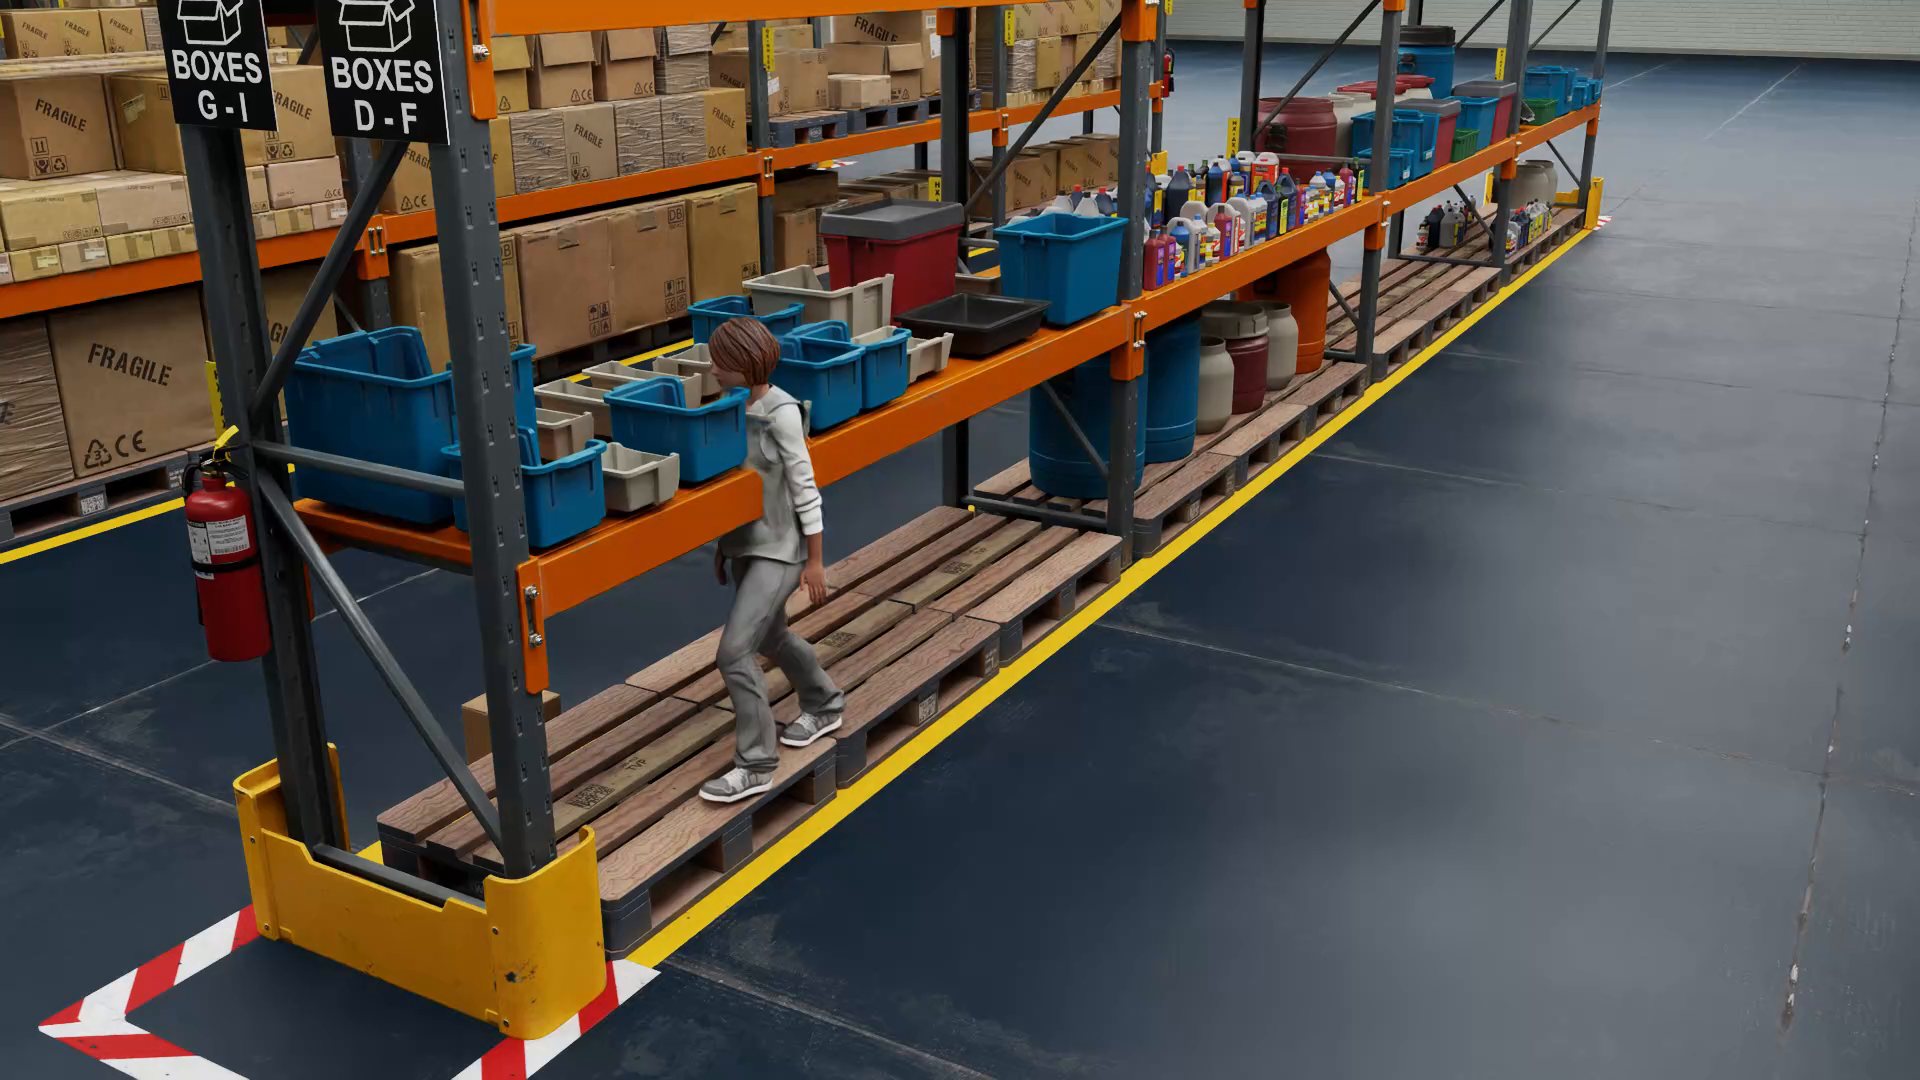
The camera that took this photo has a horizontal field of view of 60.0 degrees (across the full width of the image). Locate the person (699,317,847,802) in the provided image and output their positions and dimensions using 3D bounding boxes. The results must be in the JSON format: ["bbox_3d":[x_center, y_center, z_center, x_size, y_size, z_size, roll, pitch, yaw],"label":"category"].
[{"bbox_3d":[-0.645,0.038,5.450,0.714,1.546,0.446,-14,24,-34],"label":"person"}]
